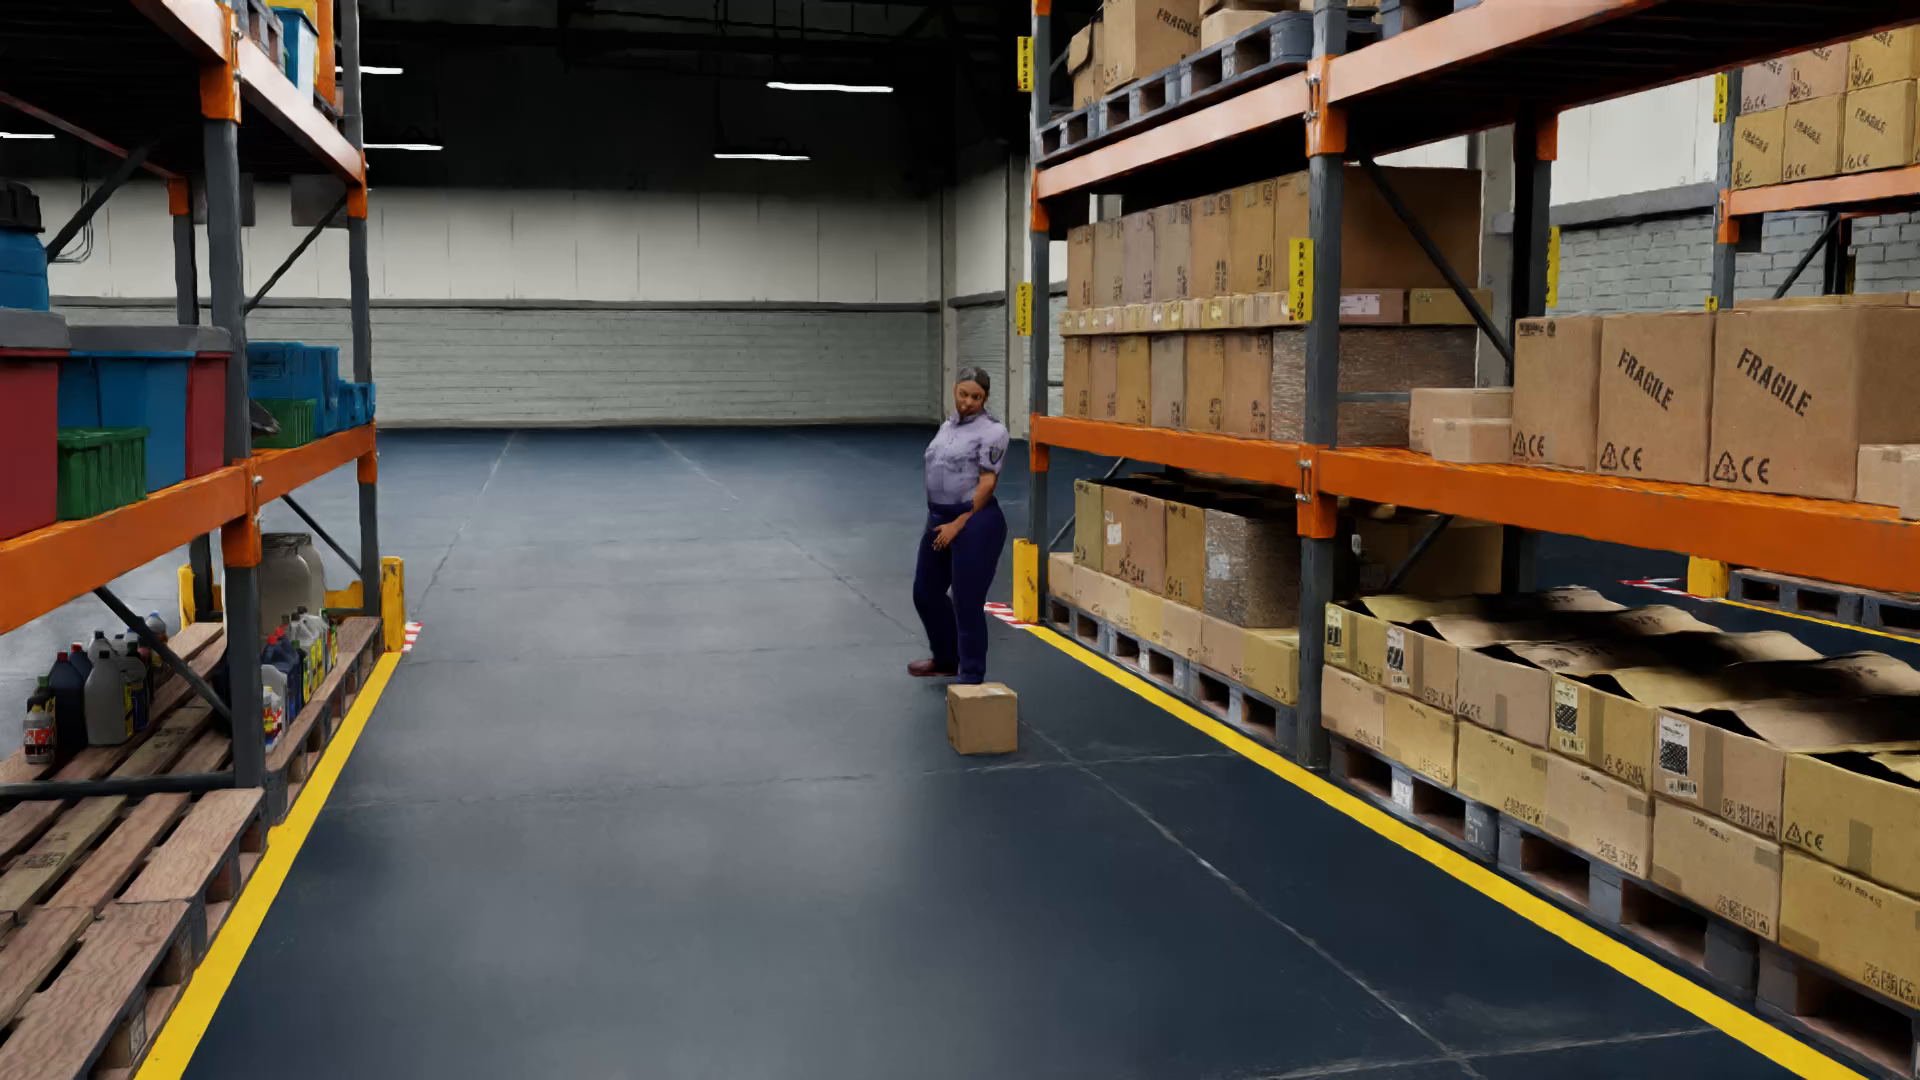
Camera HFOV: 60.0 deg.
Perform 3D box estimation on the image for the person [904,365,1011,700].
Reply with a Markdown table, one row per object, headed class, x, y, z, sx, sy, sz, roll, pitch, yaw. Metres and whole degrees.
| class | x | y | z | sx | sy | sz | roll | pitch | yaw |
| --- | --- | --- | --- | --- | --- | --- | --- | --- | --- |
| person | -0.051 | -0.039 | 8.219 | 0.437 | 1.620 | 0.707 | -6 | 9 | -45 |
